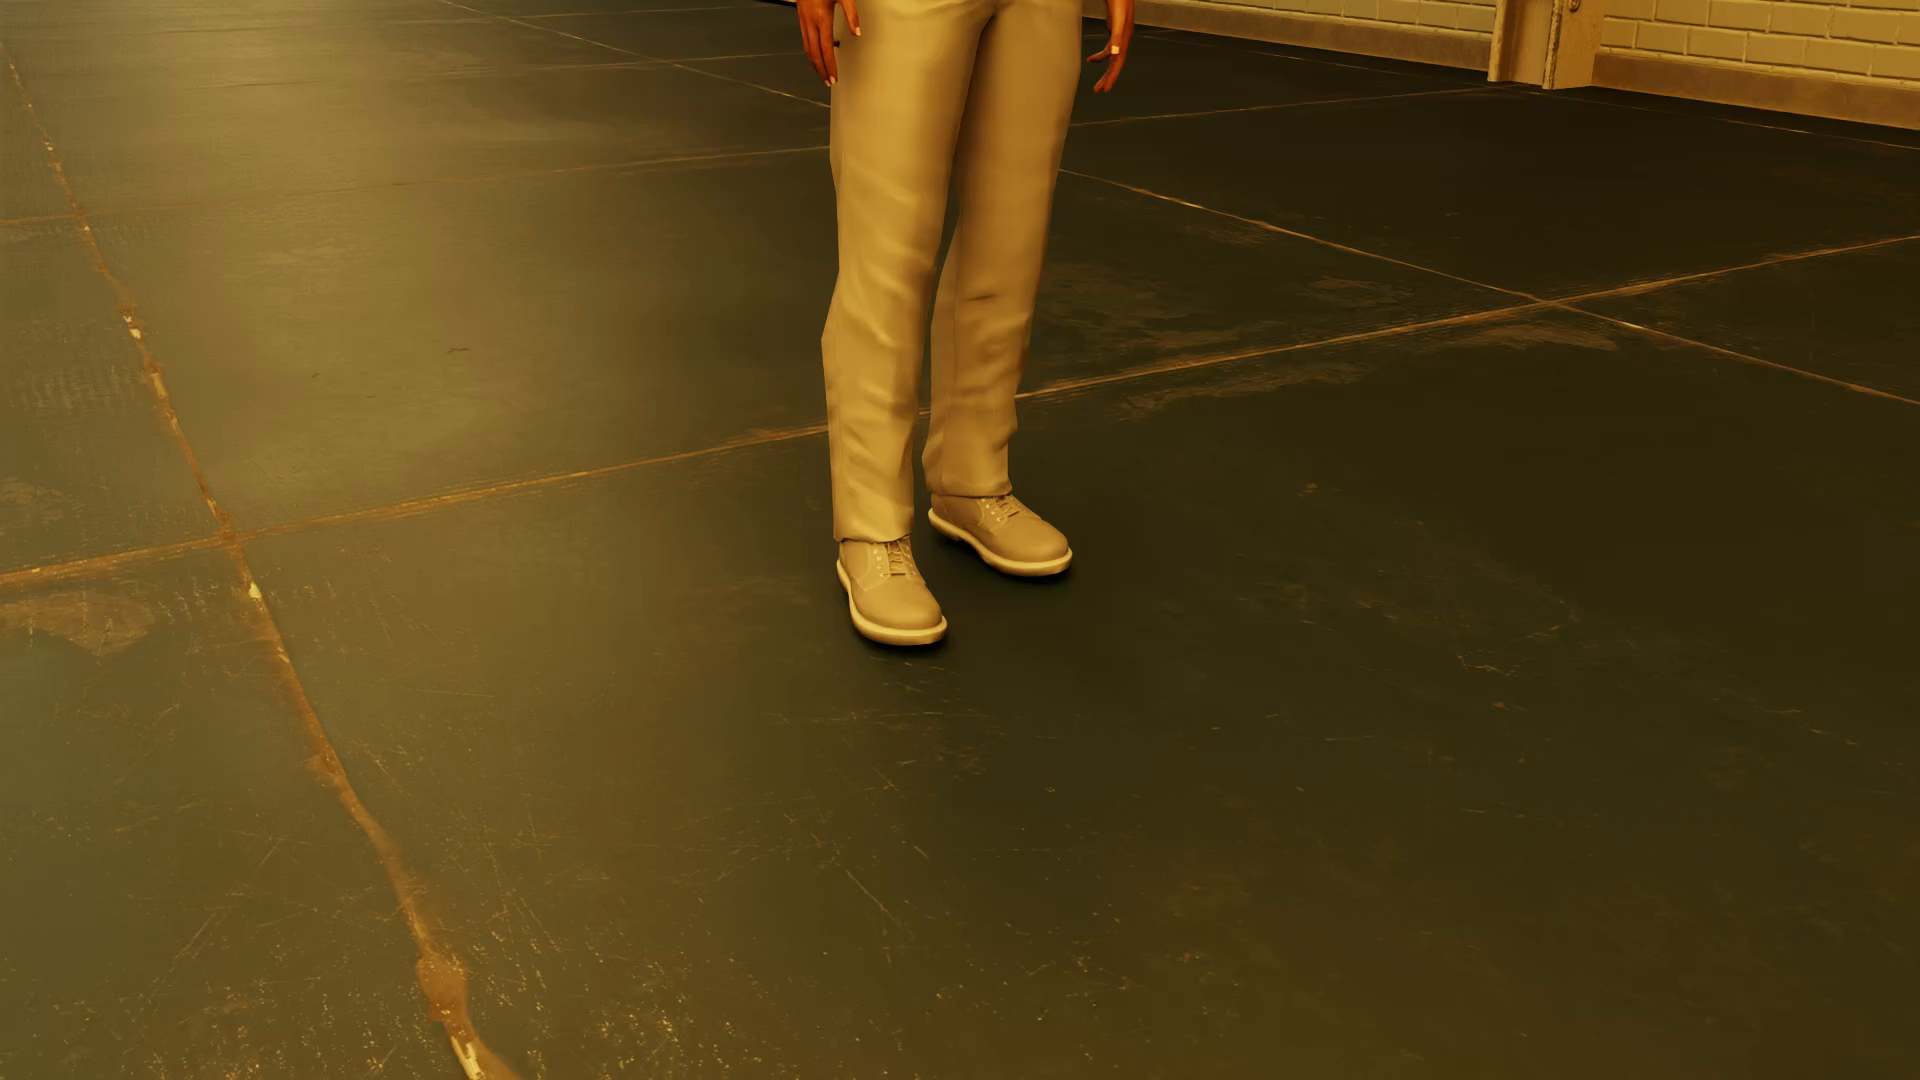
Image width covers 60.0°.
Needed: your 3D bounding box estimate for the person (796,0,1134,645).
[{"bbox_3d":[0.020,-0.762,2.241,0.569,1.695,0.530,-12,25,-28],"label":"person"}]
